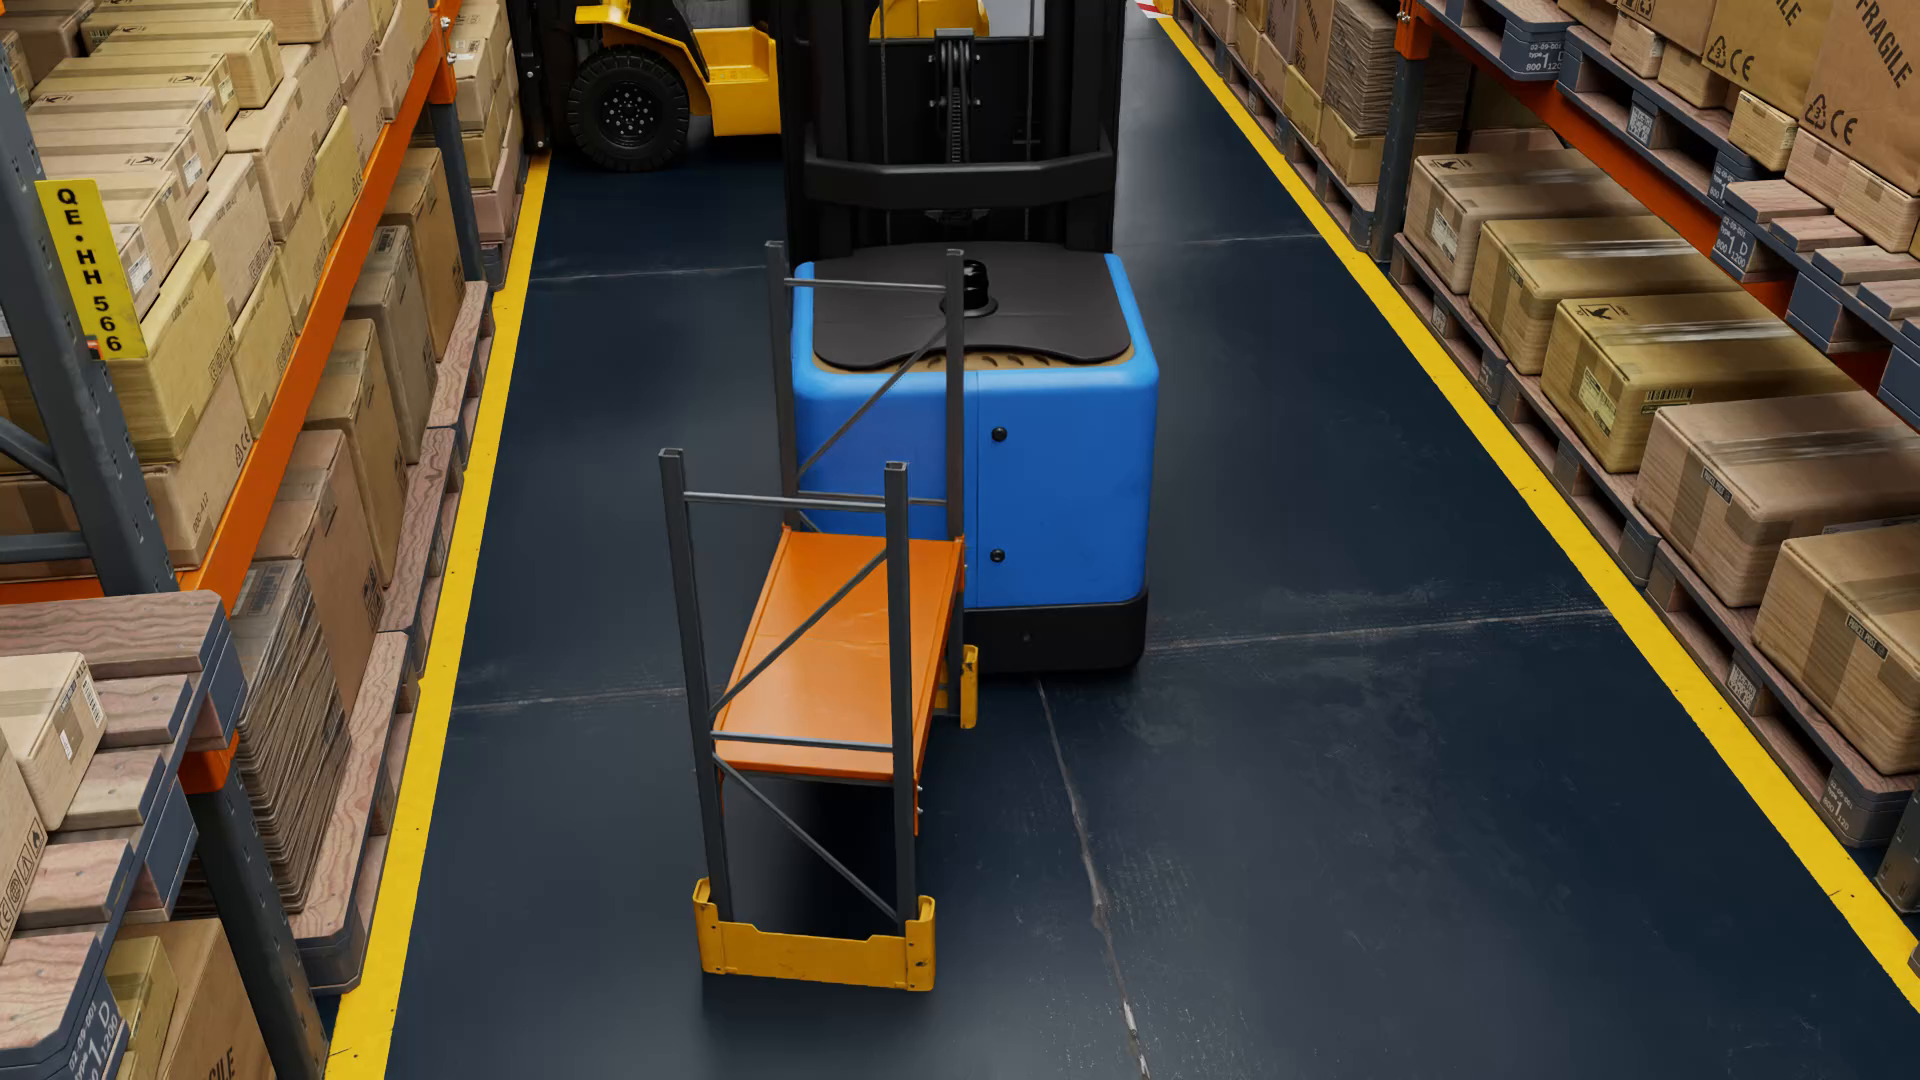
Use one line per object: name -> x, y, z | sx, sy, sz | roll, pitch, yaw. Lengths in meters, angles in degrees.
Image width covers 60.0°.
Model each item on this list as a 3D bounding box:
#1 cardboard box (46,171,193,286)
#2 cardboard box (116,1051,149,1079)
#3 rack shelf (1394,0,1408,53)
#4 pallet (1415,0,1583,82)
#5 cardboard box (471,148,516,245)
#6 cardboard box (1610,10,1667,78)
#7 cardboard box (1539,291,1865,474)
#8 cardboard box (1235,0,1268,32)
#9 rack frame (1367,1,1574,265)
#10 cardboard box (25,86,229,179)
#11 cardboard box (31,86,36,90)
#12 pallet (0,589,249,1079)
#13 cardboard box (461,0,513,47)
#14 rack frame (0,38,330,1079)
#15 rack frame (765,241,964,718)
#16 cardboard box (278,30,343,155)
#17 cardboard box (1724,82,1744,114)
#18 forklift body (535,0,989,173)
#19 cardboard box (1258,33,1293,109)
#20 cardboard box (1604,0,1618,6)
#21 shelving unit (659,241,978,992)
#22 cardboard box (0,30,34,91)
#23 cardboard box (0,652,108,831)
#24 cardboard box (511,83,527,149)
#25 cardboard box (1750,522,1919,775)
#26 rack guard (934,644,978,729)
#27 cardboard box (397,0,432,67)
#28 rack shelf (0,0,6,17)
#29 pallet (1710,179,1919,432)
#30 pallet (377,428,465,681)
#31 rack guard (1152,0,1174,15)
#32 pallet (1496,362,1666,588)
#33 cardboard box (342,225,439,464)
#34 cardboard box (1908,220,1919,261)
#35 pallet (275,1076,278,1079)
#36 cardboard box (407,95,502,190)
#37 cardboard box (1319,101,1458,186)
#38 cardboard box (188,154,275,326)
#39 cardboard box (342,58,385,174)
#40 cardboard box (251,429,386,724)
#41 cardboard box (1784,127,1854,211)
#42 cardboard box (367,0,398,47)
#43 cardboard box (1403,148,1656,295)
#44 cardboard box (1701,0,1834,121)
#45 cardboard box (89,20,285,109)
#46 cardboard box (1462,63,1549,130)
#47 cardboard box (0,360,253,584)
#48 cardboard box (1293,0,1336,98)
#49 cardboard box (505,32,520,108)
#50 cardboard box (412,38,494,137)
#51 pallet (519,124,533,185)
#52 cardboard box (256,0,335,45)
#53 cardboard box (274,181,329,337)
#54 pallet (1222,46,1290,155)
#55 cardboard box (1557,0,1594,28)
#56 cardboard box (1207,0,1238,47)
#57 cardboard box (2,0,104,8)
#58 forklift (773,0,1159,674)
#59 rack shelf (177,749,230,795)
cardboard box -> -1.780, -0.615, 3.324 | 0.380, 0.149, 0.250 | -4, 34, -5
cardboard box -> -1.607, 1.041, 2.830 | 0.380, 0.149, 0.250 | -6, 35, -9
rack shelf -> 2.119, -3.386, 8.693 | 1.077, 0.370, 4.000 | -4, 35, -6
pallet -> 2.347, -2.050, 6.265 | 1.003, 0.211, 1.213 | -4, 35, -6
cardboard box -> -2.267, -1.521, 7.387 | 0.500, 0.250, 0.500 | -4, 34, -6
cardboard box -> 2.297, -1.575, 5.247 | 0.380, 0.149, 0.250 | -3, 34, -5
cardboard box -> 2.657, -0.573, 5.888 | 0.950, 0.372, 0.625 | -3, 34, -5
cardboard box -> 1.823, -3.090, 9.023 | 0.500, 0.500, 0.500 | -4, 34, -5
rack frame -> 2.388, -2.567, 6.853 | 1.000, 3.000, 0.127 | -4, 35, -6
cardboard box -> -1.888, -0.901, 3.744 | 0.380, 0.149, 0.250 | -4, 34, -6
cardboard box -> -2.523, -1.177, 4.503 | 0.500, 0.250, 0.500 | -5, 35, -7
pallet -> -1.831, 0.496, 2.530 | 1.213, 0.211, 1.003 | -4, 35, -6
cardboard box -> -2.421, -2.496, 7.930 | 0.500, 0.250, 0.500 | -3, 34, -5
rack frame -> -1.992, 0.043, 3.023 | 1.000, 3.000, 0.127 | -4, 35, -6
rack frame -> -0.240, -0.111, 4.581 | 0.500, 1.500, 0.032 | 4, 34, 5
cardboard box -> -2.022, -1.224, 4.571 | 0.500, 0.250, 0.500 | -4, 34, -6
cardboard box -> 2.477, -1.294, 4.836 | 0.380, 0.149, 0.250 | -4, 34, -6
forklift body -> -1.005, -3.150, 8.463 | 2.313, 2.155, 1.214 | -4, 35, -6
cardboard box -> 1.897, -2.494, 8.815 | 0.500, 0.250, 0.500 | -4, 34, -6
cardboard box -> 2.288, -2.065, 5.391 | 0.500, 0.500, 0.500 | -5, 35, -7
shelving unit -> -0.298, 0.179, 4.156 | 0.587, 1.500, 1.083 | 4, 34, 5
cardboard box -> -2.533, -1.135, 4.088 | 0.380, 0.149, 0.250 | -5, 35, -7
cardboard box -> -1.523, 0.311, 2.480 | 0.380, 0.149, 0.250 | -4, 34, -5
cardboard box -> -2.435, -2.089, 8.220 | 0.500, 0.250, 0.500 | -4, 34, -6
cardboard box -> 2.860, 0.262, 4.663 | 0.950, 0.372, 0.625 | -7, 35, -10
rack guard -> -0.242, 0.416, 4.917 | 0.587, 0.250, 0.087 | 4, 34, 5
cardboard box -> -2.203, -1.865, 5.957 | 0.500, 0.250, 0.500 | -4, 34, -5
rack shelf -> -2.261, -2.015, 4.018 | 1.077, 0.370, 4.000 | -4, 35, -6
pallet -> 2.725, -0.645, 4.203 | 1.213, 0.211, 1.003 | -4, 35, -6
pallet -> -2.225, 0.054, 5.483 | 1.003, 0.211, 1.213 | -4, 35, -6
rack guard -> 1.861, -3.724, 10.770 | 1.175, 0.500, 0.348 | -4, 35, -6
pallet -> 2.662, -0.298, 6.000 | 1.003, 0.211, 1.213 | -4, 35, -6
cardboard box -> -2.352, -0.657, 5.786 | 0.875, 0.625, 0.625 | -5, 35, -7
cardboard box -> 2.541, -0.714, 3.984 | 0.380, 0.149, 0.250 | -4, 34, -6
pallet -> -1.929, 1.615, 3.193 | 1.003, 0.211, 1.213 | -4, 35, -6
cardboard box -> -2.289, -1.726, 7.244 | 0.500, 0.250, 0.500 | -5, 35, -7
cardboard box -> 2.043, -1.914, 7.963 | 0.500, 0.250, 0.500 | -3, 34, -4
cardboard box -> -1.876, -0.647, 3.725 | 0.500, 0.250, 0.500 | -3, 34, -5
cardboard box -> -2.093, -1.306, 5.136 | 0.500, 0.250, 0.500 | -4, 34, -6
cardboard box -> -2.158, 0.138, 4.620 | 0.875, 0.625, 0.625 | -3, 34, -5
cardboard box -> 2.437, -0.992, 4.392 | 0.380, 0.149, 0.250 | -6, 35, -9
cardboard box -> -2.134, -1.792, 5.406 | 0.500, 0.250, 0.500 | -5, 35, -8
cardboard box -> 2.461, -1.362, 7.045 | 0.950, 0.372, 0.625 | -4, 34, -6
cardboard box -> 2.440, -1.474, 4.524 | 0.500, 0.500, 0.500 | -7, 35, -10
cardboard box -> -1.927, -1.186, 4.161 | 0.380, 0.149, 0.250 | -4, 34, -5
cardboard box -> 2.577, -2.264, 7.811 | 0.500, 0.500, 0.500 | -3, 34, -4
cardboard box -> -1.809, -0.161, 3.456 | 0.500, 0.250, 0.500 | -4, 35, -6
cardboard box -> 1.973, -2.508, 8.169 | 0.500, 0.500, 0.500 | -4, 34, -6
cardboard box -> -2.415, -2.288, 8.069 | 0.500, 0.250, 0.500 | -5, 35, -7
cardboard box -> -2.284, -1.933, 7.104 | 0.500, 0.250, 0.500 | -5, 35, -7
pallet -> -2.763, -2.166, 8.741 | 1.003, 0.211, 1.213 | -4, 35, -6
cardboard box -> -1.950, -1.471, 4.581 | 0.380, 0.149, 0.250 | -5, 35, -8
cardboard box -> -1.948, -0.729, 4.289 | 0.500, 0.250, 0.500 | -5, 35, -8
pallet -> 2.096, -2.469, 9.185 | 1.003, 0.211, 1.213 | -4, 35, -6
cardboard box -> 2.281, -1.865, 5.673 | 0.380, 0.149, 0.250 | -4, 34, -6
cardboard box -> 1.746, -3.080, 9.674 | 0.500, 0.250, 0.500 | -3, 34, -5
cardboard box -> -2.536, -1.431, 4.522 | 0.380, 0.149, 0.250 | -4, 34, -6
forklift -> -0.049, -1.598, 5.492 | 1.130, 2.935, 3.031 | -2, 34, -3
rack shelf -> -1.723, 1.457, 1.588 | 1.077, 0.370, 4.000 | -4, 35, -6
